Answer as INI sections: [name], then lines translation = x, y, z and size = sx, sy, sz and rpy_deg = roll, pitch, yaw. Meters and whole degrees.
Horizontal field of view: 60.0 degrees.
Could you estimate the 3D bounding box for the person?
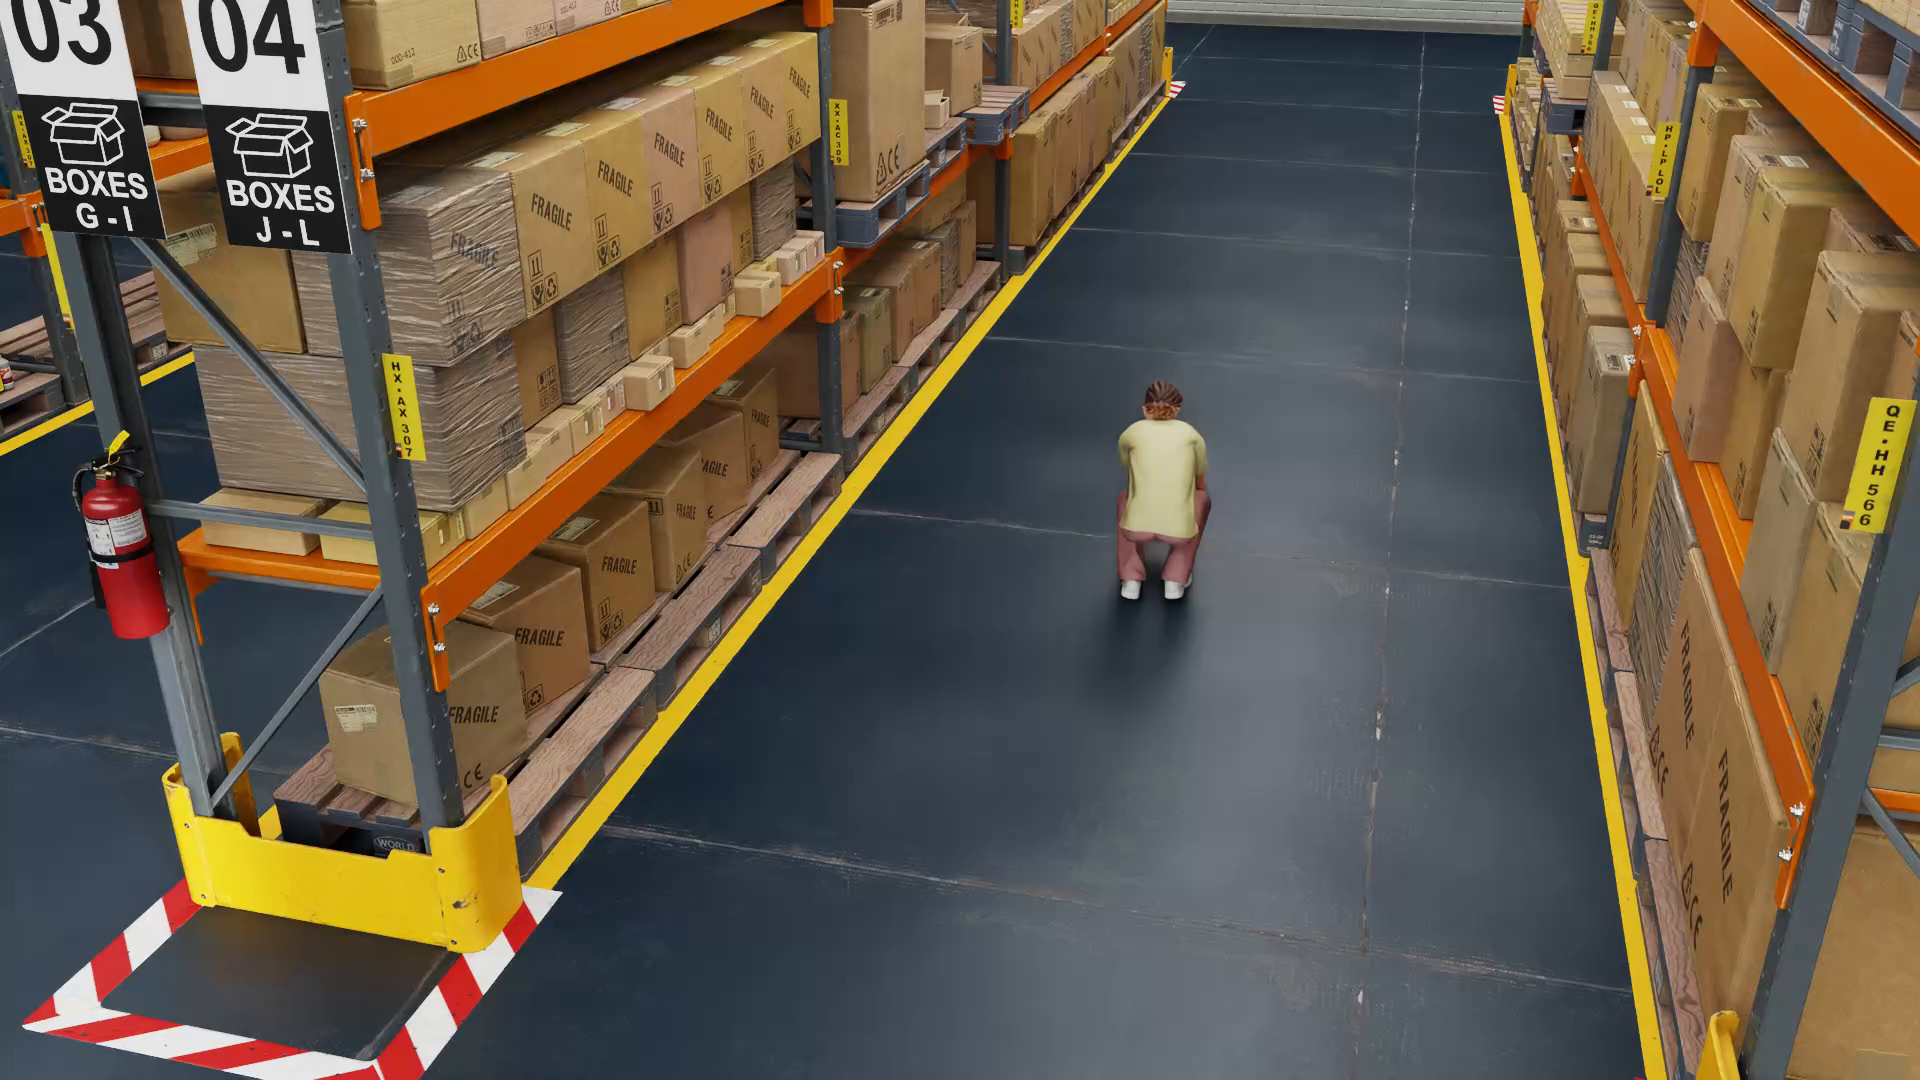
[person]
translation = 0.967, -0.238, 7.977
size = 0.460, 0.943, 0.807
rpy_deg = 6, 26, 12
